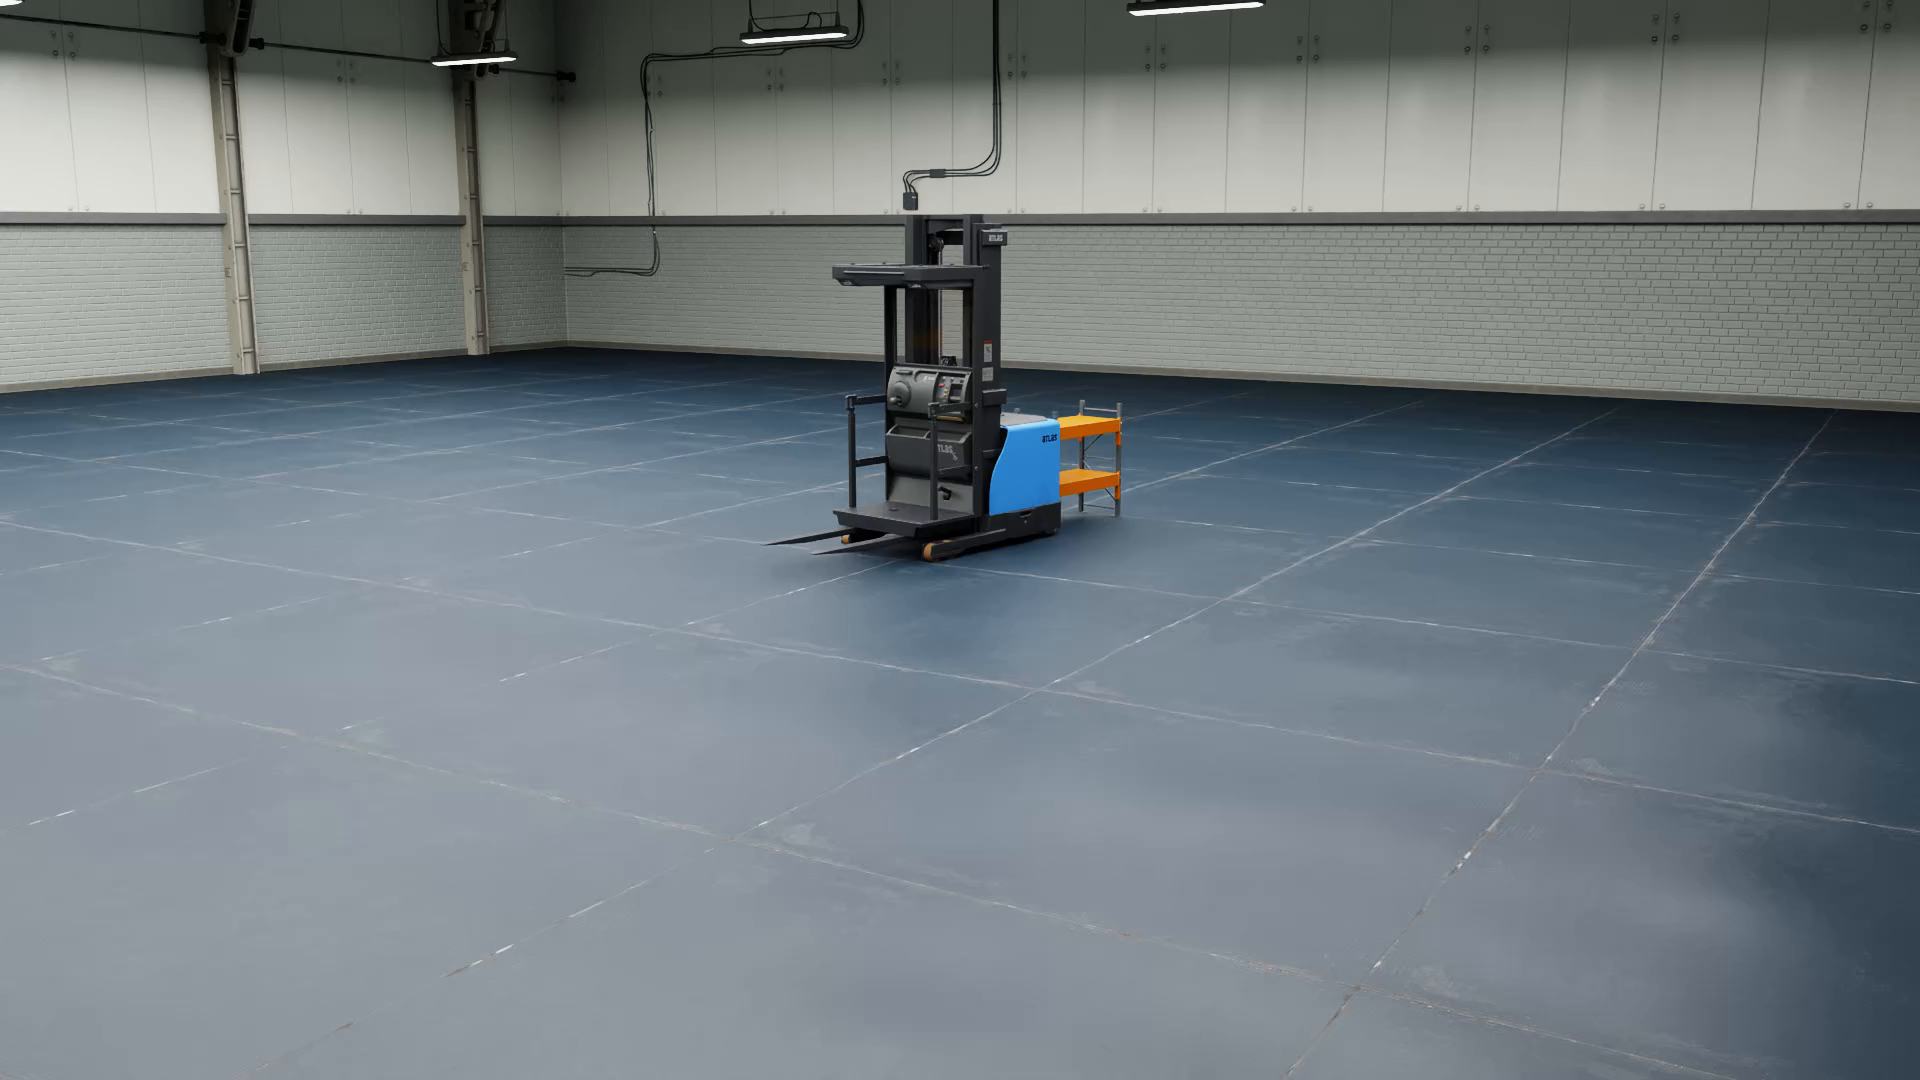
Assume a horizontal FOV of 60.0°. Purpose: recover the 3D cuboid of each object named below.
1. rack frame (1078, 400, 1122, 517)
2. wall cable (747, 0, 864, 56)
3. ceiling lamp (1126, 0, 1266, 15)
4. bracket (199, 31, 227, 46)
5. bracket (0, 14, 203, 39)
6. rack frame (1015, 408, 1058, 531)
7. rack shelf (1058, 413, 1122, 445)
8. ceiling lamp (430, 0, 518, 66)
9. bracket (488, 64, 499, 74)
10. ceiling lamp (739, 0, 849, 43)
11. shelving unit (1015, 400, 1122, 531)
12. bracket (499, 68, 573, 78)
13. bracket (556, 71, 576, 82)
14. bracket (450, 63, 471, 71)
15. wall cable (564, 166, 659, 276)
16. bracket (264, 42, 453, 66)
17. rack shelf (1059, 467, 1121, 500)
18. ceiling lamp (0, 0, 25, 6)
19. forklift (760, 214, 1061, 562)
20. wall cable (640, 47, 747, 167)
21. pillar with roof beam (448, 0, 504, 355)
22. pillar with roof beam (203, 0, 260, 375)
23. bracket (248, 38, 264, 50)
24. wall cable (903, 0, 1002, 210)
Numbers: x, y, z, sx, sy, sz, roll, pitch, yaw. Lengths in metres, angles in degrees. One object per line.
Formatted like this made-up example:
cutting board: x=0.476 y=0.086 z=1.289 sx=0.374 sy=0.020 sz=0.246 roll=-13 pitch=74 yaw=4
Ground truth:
rack frame: x=1.391 y=-0.811 z=16.527 sx=0.500 sy=1.125 sz=0.032 roll=9 pitch=14 yaw=41
wall cable: x=-3.335 y=-11.624 z=35.238 sx=3.097 sy=2.526 sz=0.112 roll=6 pitch=12 yaw=31
ceiling lamp: x=3.451 y=-9.076 z=23.414 sx=2.000 sy=3.185 sz=0.800 roll=6 pitch=12 yaw=31
bracket: x=-13.979 y=-9.376 z=31.094 sx=0.235 sy=0.232 sz=0.430 roll=6 pitch=12 yaw=31
bracket: x=-15.317 y=-8.970 z=28.930 sx=0.076 sy=0.066 sz=4.783 roll=6 pitch=12 yaw=31
rack frame: x=0.717 y=-0.671 z=15.779 sx=0.500 sy=1.125 sz=0.032 roll=9 pitch=14 yaw=41
rack shelf: x=1.054 y=-1.029 z=16.099 sx=0.538 sy=0.278 sz=1.000 roll=9 pitch=14 yaw=41
ceiling lamp: x=-8.899 y=-10.457 z=30.788 sx=2.000 sy=3.185 sz=0.800 roll=6 pitch=12 yaw=31
bracket: x=-10.433 y=-10.450 z=36.832 sx=0.235 sy=0.232 sz=0.430 roll=6 pitch=12 yaw=31
ceiling lamp: x=-2.583 y=-9.751 z=27.017 sx=2.000 sy=3.185 sz=0.800 roll=6 pitch=12 yaw=31
shelving unit: x=1.054 y=-0.741 z=16.153 sx=0.538 sy=1.125 sz=1.048 roll=9 pitch=14 yaw=41
bracket: x=-9.509 y=-10.730 z=38.326 sx=0.076 sy=0.066 sz=3.189 roll=6 pitch=12 yaw=31
bracket: x=-9.203 y=-10.823 z=38.823 sx=0.235 sy=0.232 sz=0.430 roll=6 pitch=12 yaw=31
bracket: x=-10.864 y=-10.319 z=36.134 sx=0.235 sy=0.232 sz=0.430 roll=6 pitch=12 yaw=31
wall cable: x=-8.292 y=-7.460 z=39.081 sx=3.097 sy=2.526 sz=0.112 roll=6 pitch=12 yaw=31
bracket: x=-12.202 y=-9.914 z=33.970 sx=0.076 sy=0.066 sz=4.783 roll=6 pitch=12 yaw=31
rack shelf: x=1.054 y=-0.501 z=16.198 sx=0.538 sy=0.278 sz=1.000 roll=9 pitch=14 yaw=41
ceiling lamp: x=-13.629 y=-9.024 z=23.135 sx=2.000 sy=3.185 sz=0.800 roll=6 pitch=12 yaw=31
forklift: x=-0.414 y=-1.355 z=14.524 sx=1.130 sy=2.935 sz=3.031 roll=9 pitch=14 yaw=41
wall cable: x=-5.980 y=-9.684 z=37.236 sx=3.097 sy=2.526 sz=0.112 roll=6 pitch=12 yaw=31
pillar with roof beam: x=-7.273 y=-8.238 z=34.799 sx=9.100 sy=9.000 sz=0.548 roll=6 pitch=12 yaw=31
pillar with roof beam: x=-10.388 y=-7.294 z=29.758 sx=9.100 sy=9.000 sz=0.548 roll=6 pitch=12 yaw=31
bracket: x=-13.548 y=-9.506 z=31.791 sx=0.235 sy=0.232 sz=0.430 roll=6 pitch=12 yaw=31
wall cable: x=-0.187 y=-9.748 z=33.625 sx=2.305 sy=6.003 sz=0.169 roll=6 pitch=12 yaw=31
